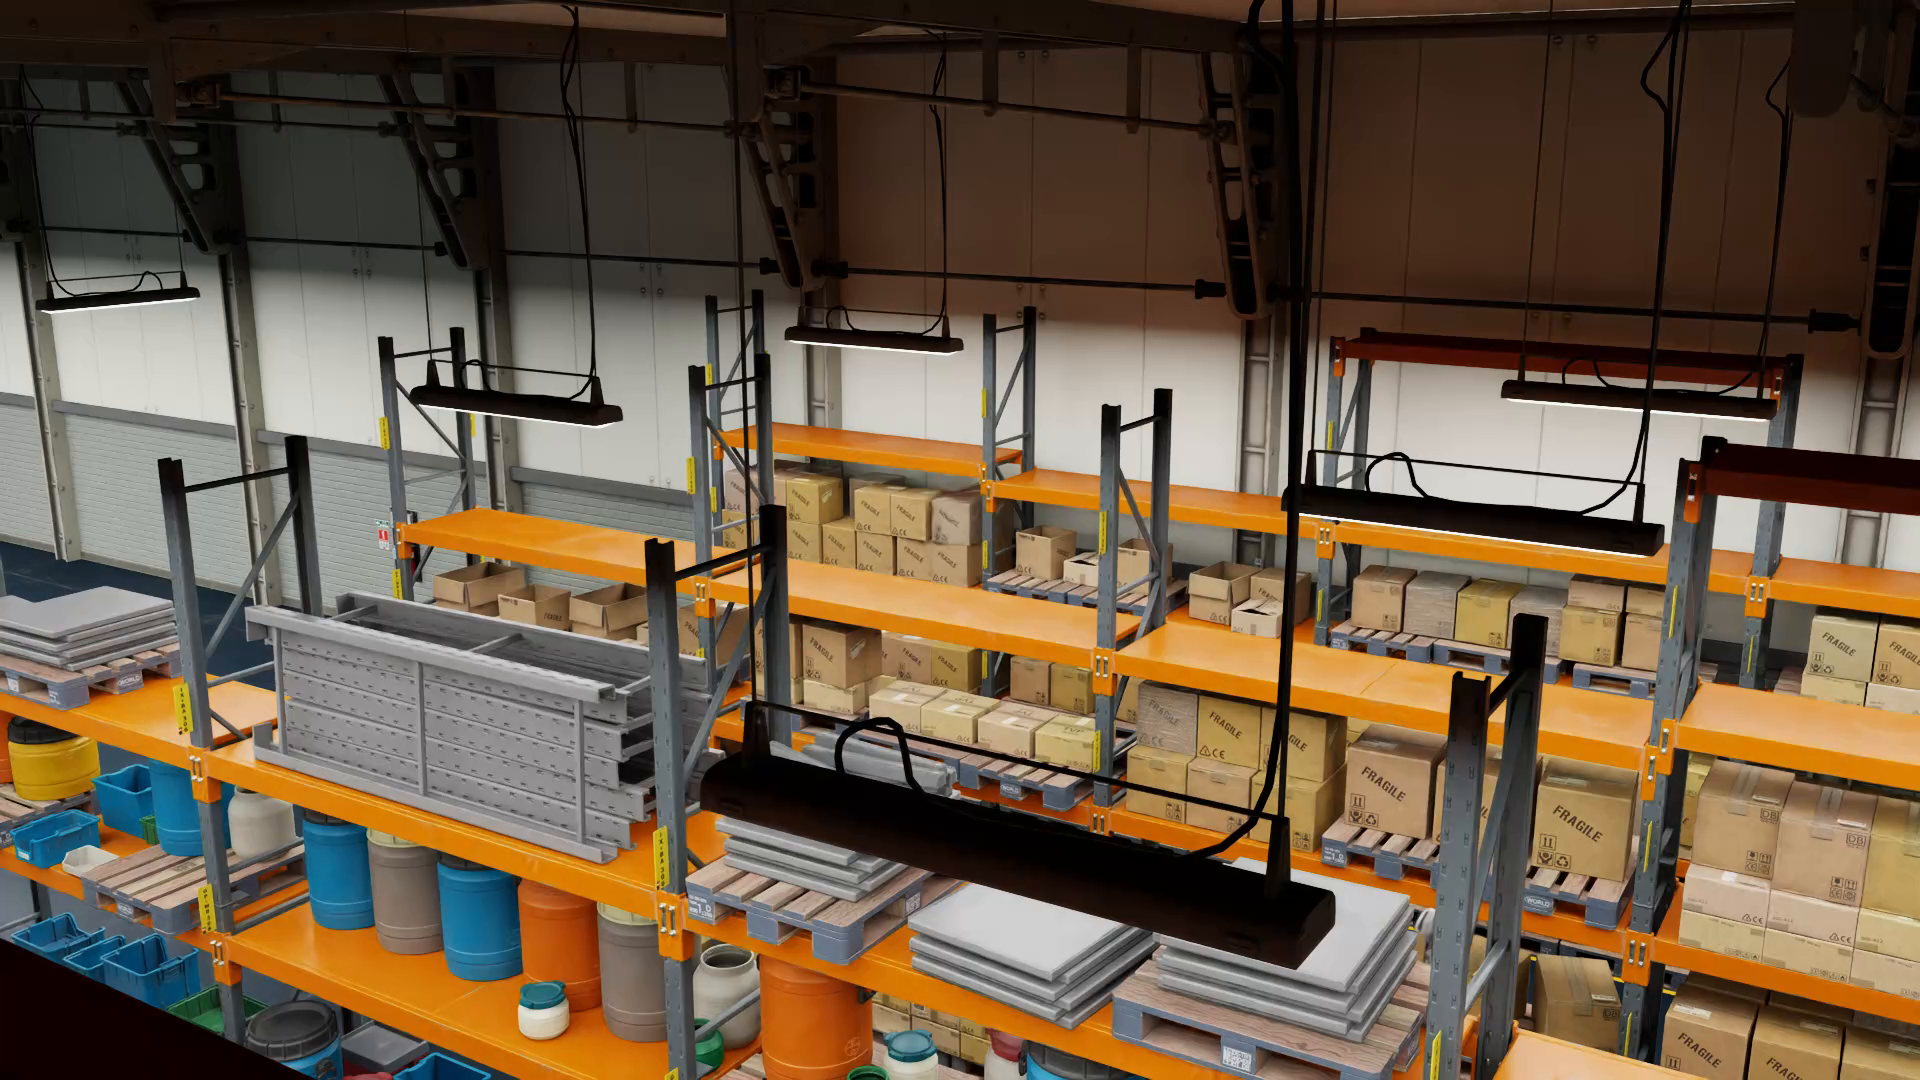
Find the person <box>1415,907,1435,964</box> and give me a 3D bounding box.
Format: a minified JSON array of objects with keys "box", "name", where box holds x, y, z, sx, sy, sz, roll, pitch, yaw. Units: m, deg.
[{"box":[4.095,3.676,14.648,1.049,1.714,0.586,7,15,26],"name":"person"}]
